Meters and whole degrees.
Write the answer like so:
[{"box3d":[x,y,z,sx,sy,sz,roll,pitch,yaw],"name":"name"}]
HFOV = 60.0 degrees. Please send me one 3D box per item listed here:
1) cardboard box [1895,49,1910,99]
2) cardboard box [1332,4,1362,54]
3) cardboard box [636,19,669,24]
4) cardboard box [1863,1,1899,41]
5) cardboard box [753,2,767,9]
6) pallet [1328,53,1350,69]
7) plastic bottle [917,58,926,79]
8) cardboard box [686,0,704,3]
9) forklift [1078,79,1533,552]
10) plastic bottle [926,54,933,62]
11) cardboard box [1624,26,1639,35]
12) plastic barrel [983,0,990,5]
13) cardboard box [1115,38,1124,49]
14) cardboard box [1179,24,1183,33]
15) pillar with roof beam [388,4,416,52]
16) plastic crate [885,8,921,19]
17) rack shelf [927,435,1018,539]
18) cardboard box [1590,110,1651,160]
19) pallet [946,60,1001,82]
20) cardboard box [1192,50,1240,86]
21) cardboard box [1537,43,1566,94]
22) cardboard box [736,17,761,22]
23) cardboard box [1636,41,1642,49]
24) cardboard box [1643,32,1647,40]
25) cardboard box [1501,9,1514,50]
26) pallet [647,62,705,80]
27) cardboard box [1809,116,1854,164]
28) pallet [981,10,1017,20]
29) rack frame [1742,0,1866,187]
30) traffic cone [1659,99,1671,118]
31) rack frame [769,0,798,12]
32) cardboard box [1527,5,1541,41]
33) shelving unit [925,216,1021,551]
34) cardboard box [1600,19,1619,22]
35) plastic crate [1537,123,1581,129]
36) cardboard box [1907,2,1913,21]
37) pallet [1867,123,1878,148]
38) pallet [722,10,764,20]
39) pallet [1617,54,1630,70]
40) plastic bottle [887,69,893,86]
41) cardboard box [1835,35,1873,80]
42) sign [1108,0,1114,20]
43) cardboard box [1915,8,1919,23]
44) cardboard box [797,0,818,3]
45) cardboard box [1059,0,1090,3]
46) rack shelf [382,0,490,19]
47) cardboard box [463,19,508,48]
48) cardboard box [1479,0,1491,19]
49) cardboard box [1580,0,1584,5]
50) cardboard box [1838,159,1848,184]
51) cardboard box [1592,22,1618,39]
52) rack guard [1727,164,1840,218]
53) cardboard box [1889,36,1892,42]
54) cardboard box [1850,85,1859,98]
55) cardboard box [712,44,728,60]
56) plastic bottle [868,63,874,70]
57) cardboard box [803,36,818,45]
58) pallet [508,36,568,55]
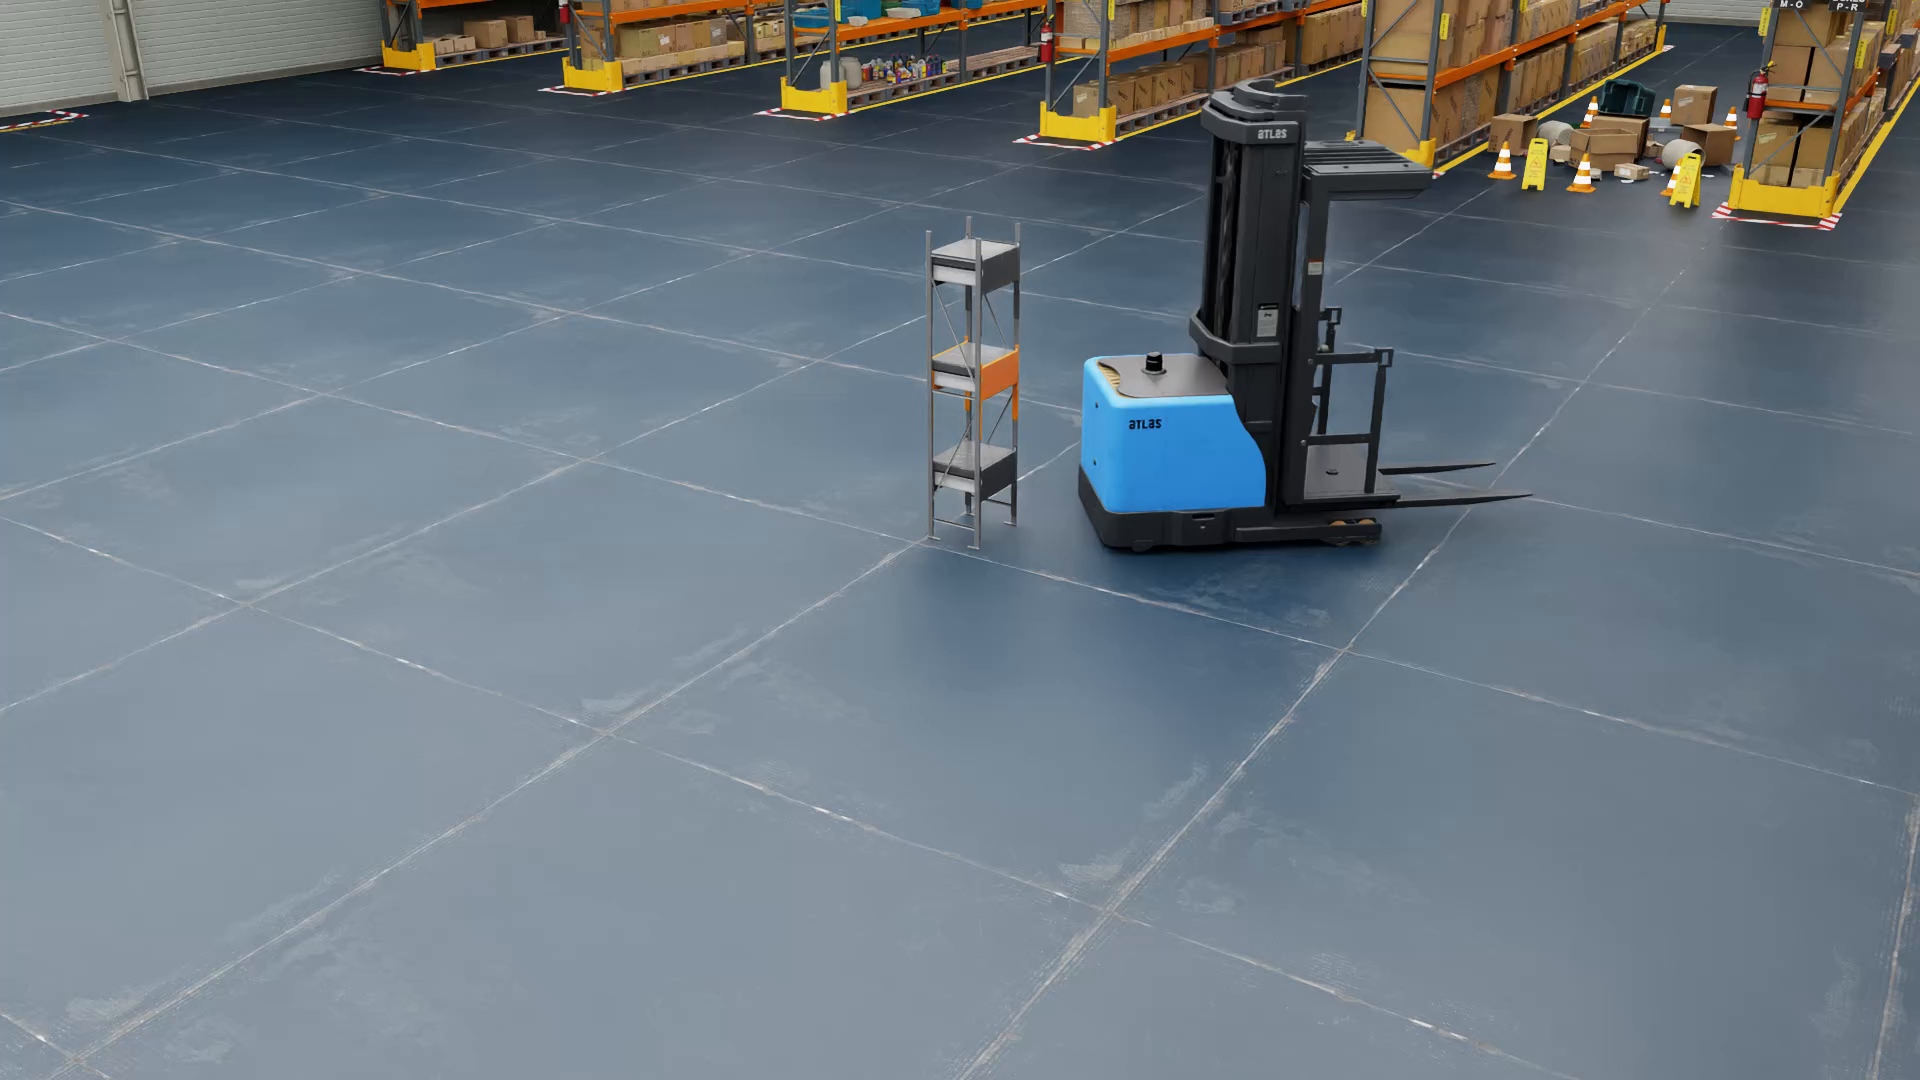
[{"box3d":[15.308,-7.894,27.856,0.875,0.875,0.875,14,27,30],"name":"cardboard box"},{"box3d":[7.299,-10.283,33.374,1.225,0.875,0.875,13,27,27],"name":"cardboard box"},{"box3d":[-5.844,-9.642,31.736,0.500,0.500,0.500,14,27,29],"name":"cardboard box"},{"box3d":[12.780,-7.284,23.271,0.500,0.500,0.500,15,27,30],"name":"cardboard box"},{"box3d":[-5.233,-13.361,40.514,0.750,0.750,0.750,15,27,31],"name":"cardboard box"},{"box3d":[7.104,-9.618,33.202,1.003,0.211,1.213,14,27,29],"name":"pallet"},{"box3d":[-0.704,-8.460,29.797,0.144,0.351,0.185,14,27,29],"name":"plastic bottle"},{"box3d":[-5.313,-10.512,31.630,0.700,0.500,0.500,14,27,30],"name":"cardboard box"},{"box3d":[2.395,-1.509,11.047,3.031,2.935,1.130,-3,24,-7],"name":"forklift"},{"box3d":[-0.555,-8.664,30.269,0.144,0.351,0.185,14,27,29],"name":"plastic bottle"},{"box3d":[13.454,-10.266,33.500,0.380,0.149,0.250,14,27,29],"name":"cardboard box"},{"box3d":[0.353,-10.265,31.014,0.433,0.535,0.433,0,23,0],"name":"plastic barrel"},{"box3d":[2.261,-7.549,25.228,0.380,0.149,0.250,14,27,29],"name":"cardboard box"},{"box3d":[3.402,-8.319,27.008,0.380,0.149,0.250,14,27,29],"name":"cardboard box"},{"box3d":[-7.573,-12.920,29.768,9.100,9.000,0.400,14,27,29],"name":"pillar with roof beam"},{"box3d":[-0.979,-9.203,29.065,0.530,0.136,0.437,14,27,29],"name":"plastic crate"},{"box3d":[0.087,-0.365,11.245,0.431,0.518,0.480,14,27,29],"name":"rack shelf"},{"box3d":[9.441,-5.818,23.885,0.797,0.637,0.503,14,27,29],"name":"cardboard box"},{"box3d":[0.043,-8.919,31.587,1.003,0.211,1.213,14,27,29],"name":"pallet"},{"box3d":[4.480,-8.302,29.244,0.700,0.500,0.500,14,27,29],"name":"cardboard box"},{"box3d":[9.743,-8.138,28.575,1.050,0.750,0.750,13,27,28],"name":"cardboard box"},{"box3d":[-4.305,-10.527,34.017,0.500,0.311,0.500,15,27,30],"name":"cardboard box"},{"box3d":[13.636,-10.075,33.806,0.380,0.149,0.250,14,27,30],"name":"cardboard box"},{"box3d":[13.790,-10.294,33.938,0.380,0.149,0.250,14,27,30],"name":"cardboard box"},{"box3d":[7.846,-7.756,25.201,0.875,0.550,0.550,14,27,29],"name":"cardboard box"},{"box3d":[-5.642,-9.012,31.802,1.003,0.211,1.213,14,27,29],"name":"pallet"},{"box3d":[11.124,-5.135,21.326,0.500,0.500,0.500,13,26,27],"name":"cardboard box"},{"box3d":[0.682,-13.030,41.083,1.003,0.211,1.213,14,27,29],"name":"pallet"},{"box3d":[10.179,-5.461,20.088,1.000,3.000,0.127,14,27,29],"name":"rack frame"},{"box3d":[11.057,-6.666,26.065,0.336,0.463,0.334,14,27,29],"name":"traffic cone"},{"box3d":[-4.534,-14.702,41.435,1.000,3.000,0.127,14,27,29],"name":"rack frame"},{"box3d":[8.802,-8.151,26.178,0.500,0.500,0.500,14,27,29],"name":"cardboard box"},{"box3d":[0.087,-1.019,10.962,0.431,2.100,0.503,14,27,29],"name":"shelving unit"},{"box3d":[13.510,-10.739,34.593,0.380,0.149,0.250,14,27,29],"name":"cardboard box"},{"box3d":[9.052,-6.217,25.302,0.662,0.188,0.450,-12,16,-26],"name":"plastic crate"},{"box3d":[14.876,-8.441,26.531,0.500,0.250,0.500,14,27,29],"name":"cardboard box"},{"box3d":[13.341,-6.207,25.323,1.003,0.211,1.213,14,27,29],"name":"pallet"},{"box3d":[-5.520,-12.732,40.395,1.003,0.211,1.213,14,27,29],"name":"pallet"},{"box3d":[12.575,-9.468,32.856,1.003,0.211,1.213,14,27,29],"name":"pallet"},{"box3d":[-1.227,-8.072,29.000,0.097,0.271,0.097,0,23,0],"name":"plastic bottle"},{"box3d":[11.203,-6.093,21.048,0.500,0.500,0.500,13,27,28],"name":"cardboard box"},{"box3d":[2.221,-7.821,24.451,0.100,0.325,0.005,14,27,29],"name":"sign"},{"box3d":[16.217,-9.066,28.605,0.500,0.250,0.500,13,27,28],"name":"cardboard box"},{"box3d":[-4.053,-13.978,42.381,0.700,0.500,0.500,14,27,30],"name":"cardboard box"},{"box3d":[1.840,-8.416,25.156,0.500,0.500,0.500,14,27,29],"name":"cardboard box"},{"box3d":[-9.809,-10.996,33.781,1.077,0.370,4.000,14,27,29],"name":"rack shelf"},{"box3d":[-9.693,-10.350,33.976,0.700,0.500,0.500,12,26,26],"name":"cardboard box"},{"box3d":[7.214,-7.898,24.169,0.875,0.550,0.550,14,27,29],"name":"cardboard box"},{"box3d":[10.690,-9.441,29.069,0.380,0.149,0.250,15,28,31],"name":"cardboard box"},{"box3d":[11.115,-4.777,21.440,0.500,0.250,0.500,15,28,31],"name":"cardboard box"},{"box3d":[12.072,-9.599,31.322,0.500,0.250,0.500,13,27,28],"name":"cardboard box"},{"box3d":[10.219,-4.339,20.644,1.175,0.500,0.348,14,27,29],"name":"rack guard"},{"box3d":[13.376,-7.364,24.272,0.380,0.149,0.250,14,27,29],"name":"cardboard box"},{"box3d":[11.037,-5.653,20.850,0.380,0.149,0.250,14,27,30],"name":"cardboard box"},{"box3d":[-4.875,-9.527,32.413,0.500,0.250,0.500,14,27,29],"name":"cardboard box"},{"box3d":[-1.622,-8.365,29.672,0.152,0.276,0.135,13,27,28],"name":"plastic bottle"},{"box3d":[-3.310,-10.499,34.659,0.500,0.250,0.500,14,27,30],"name":"cardboard box"},{"box3d":[-9.079,-10.488,35.211,1.003,0.211,1.213,14,27,29],"name":"pallet"}]
